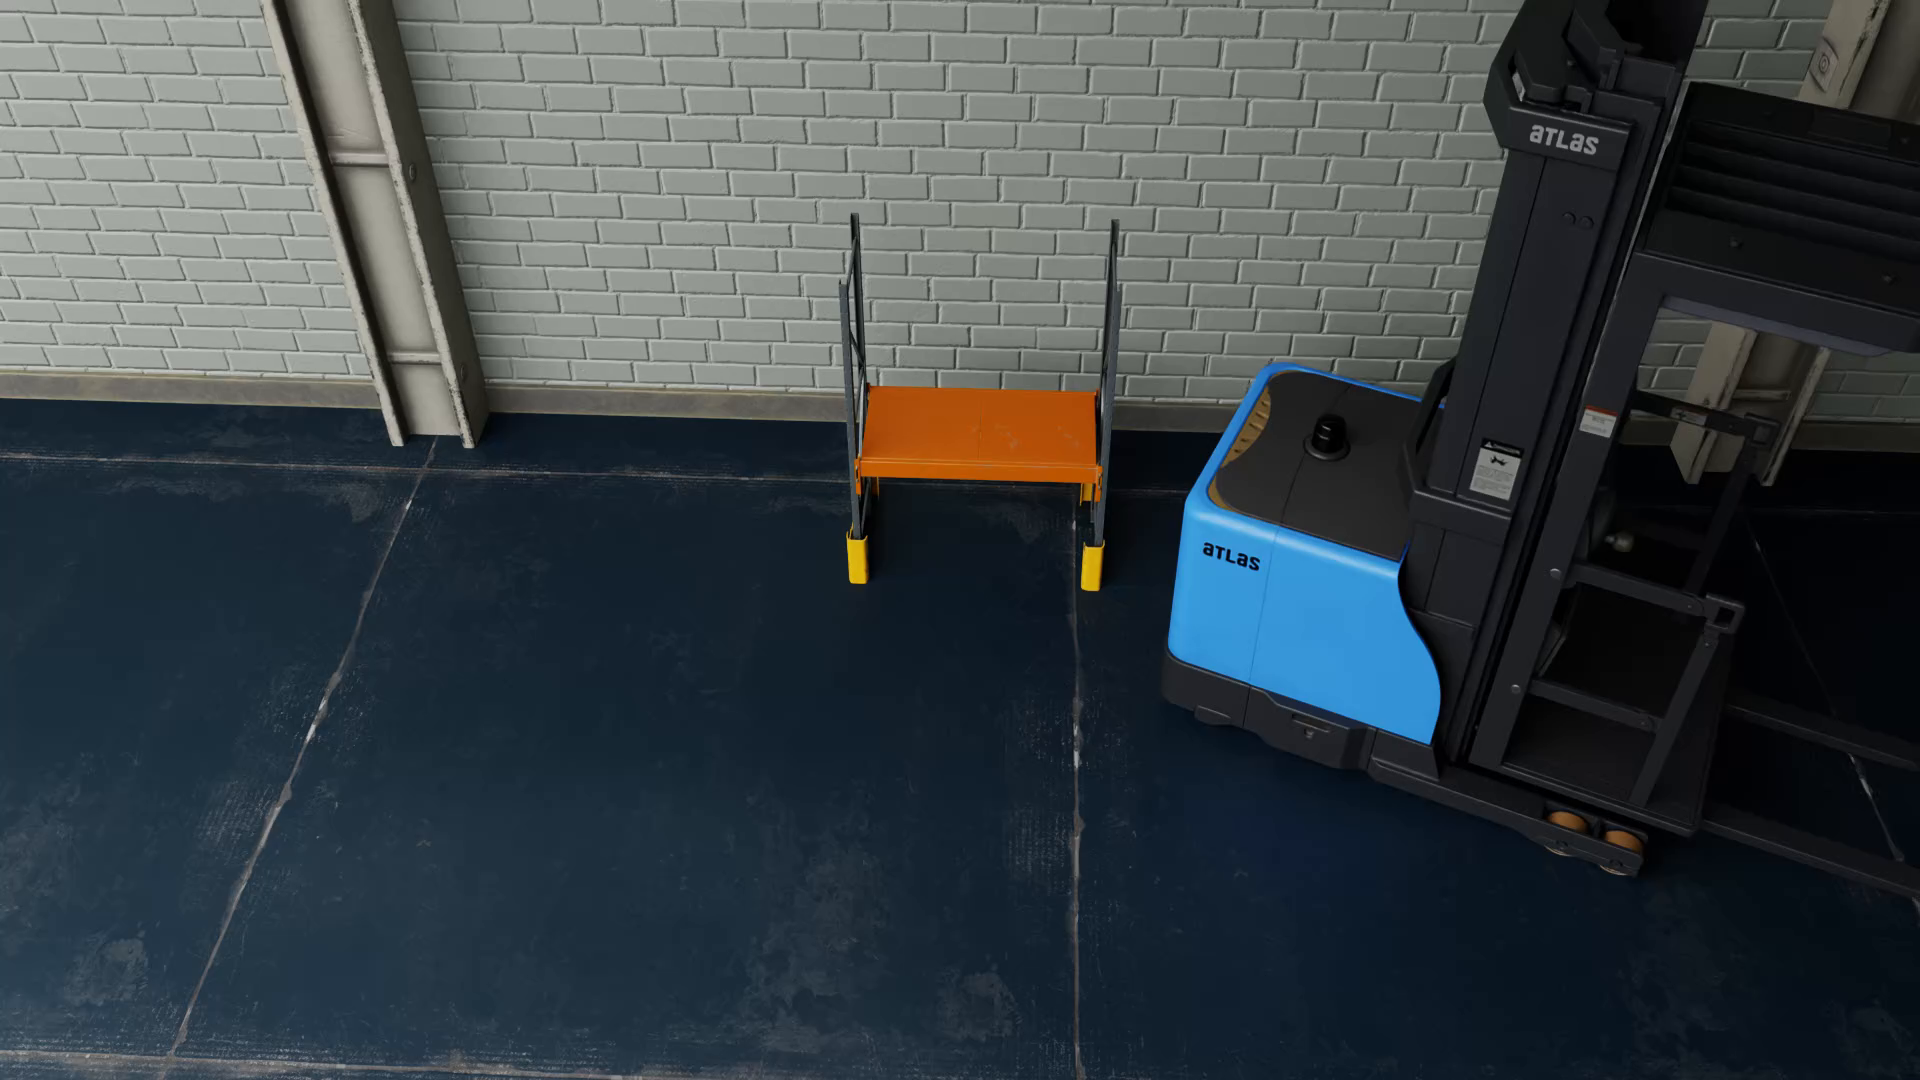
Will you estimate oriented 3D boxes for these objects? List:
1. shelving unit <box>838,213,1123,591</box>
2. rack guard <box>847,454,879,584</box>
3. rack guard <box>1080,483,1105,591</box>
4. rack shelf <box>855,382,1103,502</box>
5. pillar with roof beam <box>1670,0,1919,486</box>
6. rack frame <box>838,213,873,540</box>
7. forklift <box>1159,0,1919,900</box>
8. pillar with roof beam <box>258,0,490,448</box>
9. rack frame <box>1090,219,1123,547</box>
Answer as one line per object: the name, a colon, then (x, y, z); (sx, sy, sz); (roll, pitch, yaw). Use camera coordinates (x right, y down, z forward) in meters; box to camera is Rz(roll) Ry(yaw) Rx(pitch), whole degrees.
shelving unit: (0.076, -0.546, 6.822); (1.083, 1.500, 0.587); (2, 43, 2)
rack guard: (-0.421, -0.104, 7.264); (0.087, 0.250, 0.587); (2, 43, 2)
rack guard: (0.574, -0.074, 7.231); (0.087, 0.250, 0.587); (2, 43, 2)
rack shelf: (0.085, -0.415, 6.944); (1.000, 0.185, 0.538); (2, 43, 2)
pillar with roof beam: (3.336, -0.719, 1.505); (0.400, 9.000, 9.100); (2, 43, 2)
rack frame: (-0.423, -0.562, 6.838); (0.032, 1.500, 0.500); (2, 43, 2)
forklift: (2.346, -0.275, 5.480); (3.031, 2.935, 1.130); (18, 46, 19)
pillar with roof beam: (-2.658, -0.903, 1.703); (0.400, 9.000, 9.100); (2, 43, 2)
rack frame: (0.593, -0.531, 6.805); (0.032, 1.500, 0.500); (2, 43, 2)
